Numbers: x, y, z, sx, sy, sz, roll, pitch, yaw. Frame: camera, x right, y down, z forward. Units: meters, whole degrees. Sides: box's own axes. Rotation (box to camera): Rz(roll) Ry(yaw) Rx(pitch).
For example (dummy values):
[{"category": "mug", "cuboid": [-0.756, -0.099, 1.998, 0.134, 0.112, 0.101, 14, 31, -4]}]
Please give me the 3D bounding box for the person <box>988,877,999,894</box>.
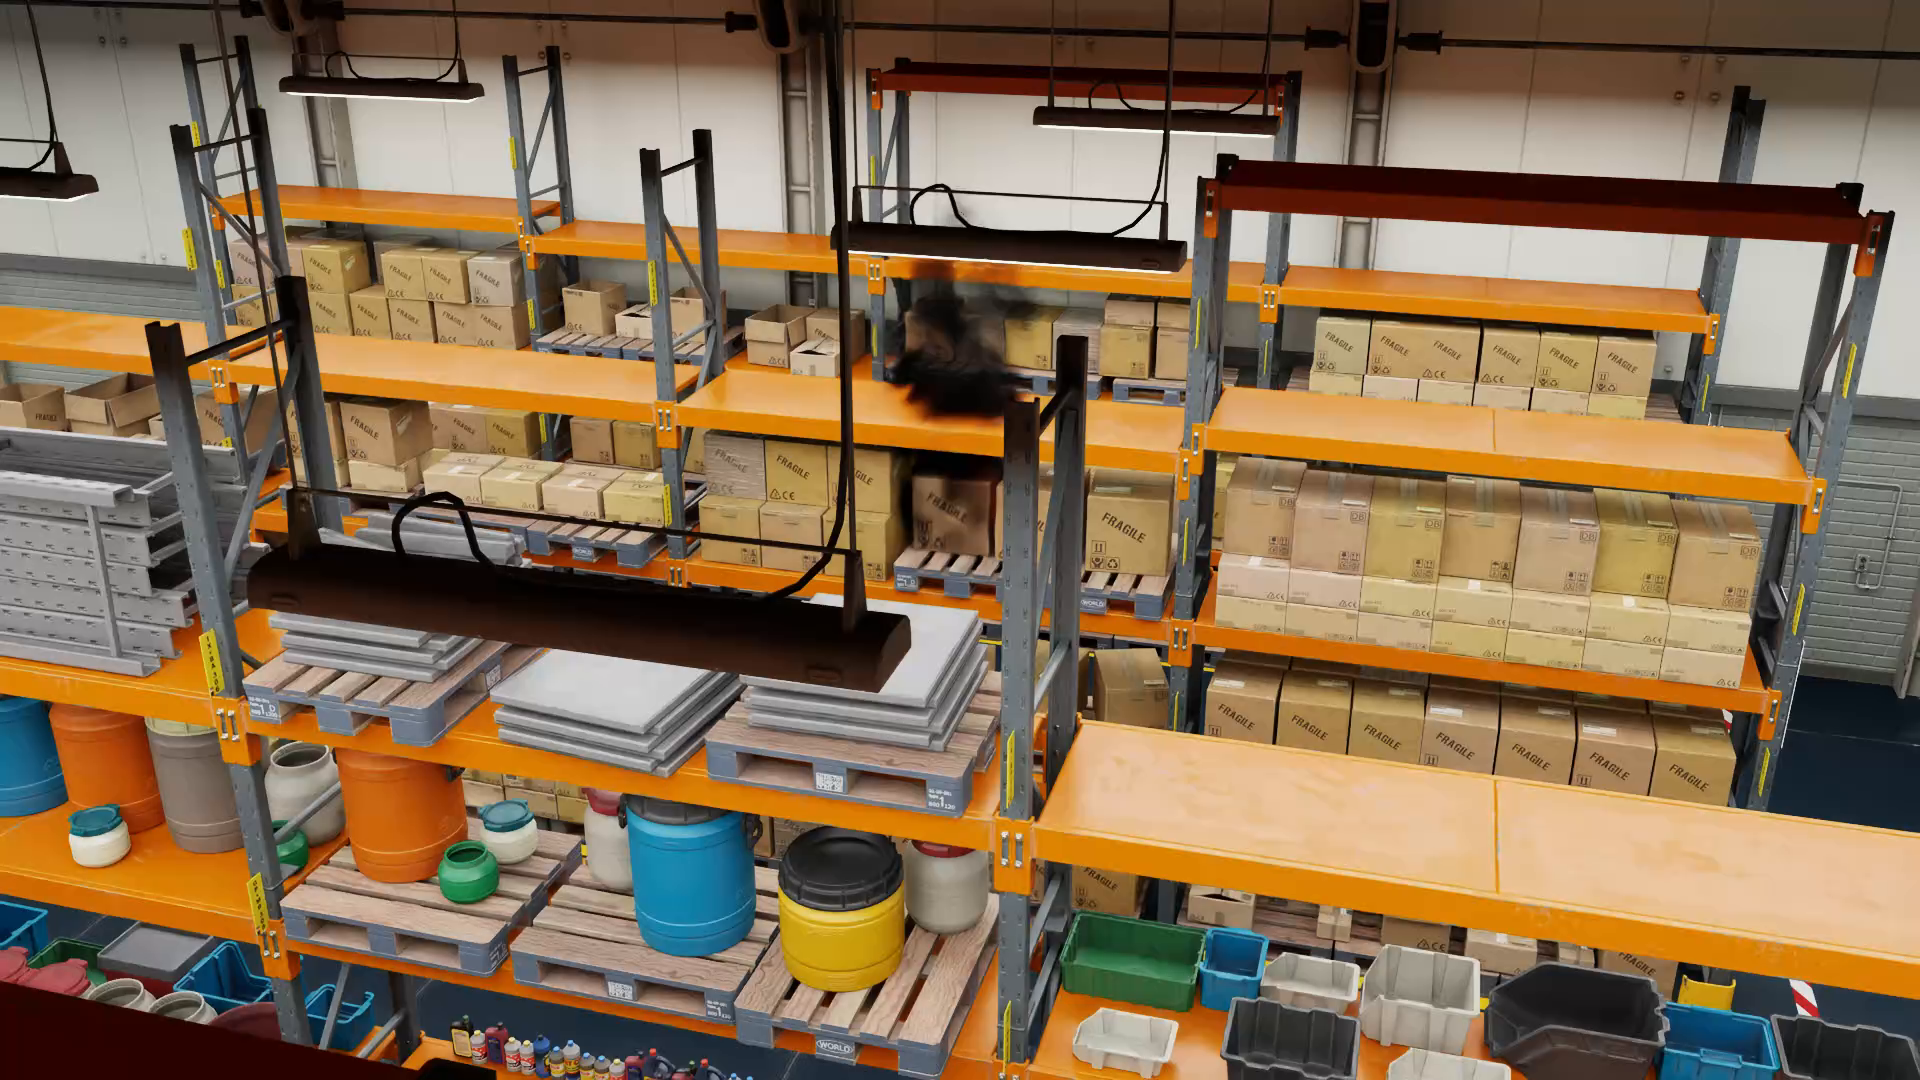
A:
[{"category": "person", "cuboid": [0.178, 3.015, 11.410, 0.544, 1.610, 0.550, 3, 23, 7]}]
